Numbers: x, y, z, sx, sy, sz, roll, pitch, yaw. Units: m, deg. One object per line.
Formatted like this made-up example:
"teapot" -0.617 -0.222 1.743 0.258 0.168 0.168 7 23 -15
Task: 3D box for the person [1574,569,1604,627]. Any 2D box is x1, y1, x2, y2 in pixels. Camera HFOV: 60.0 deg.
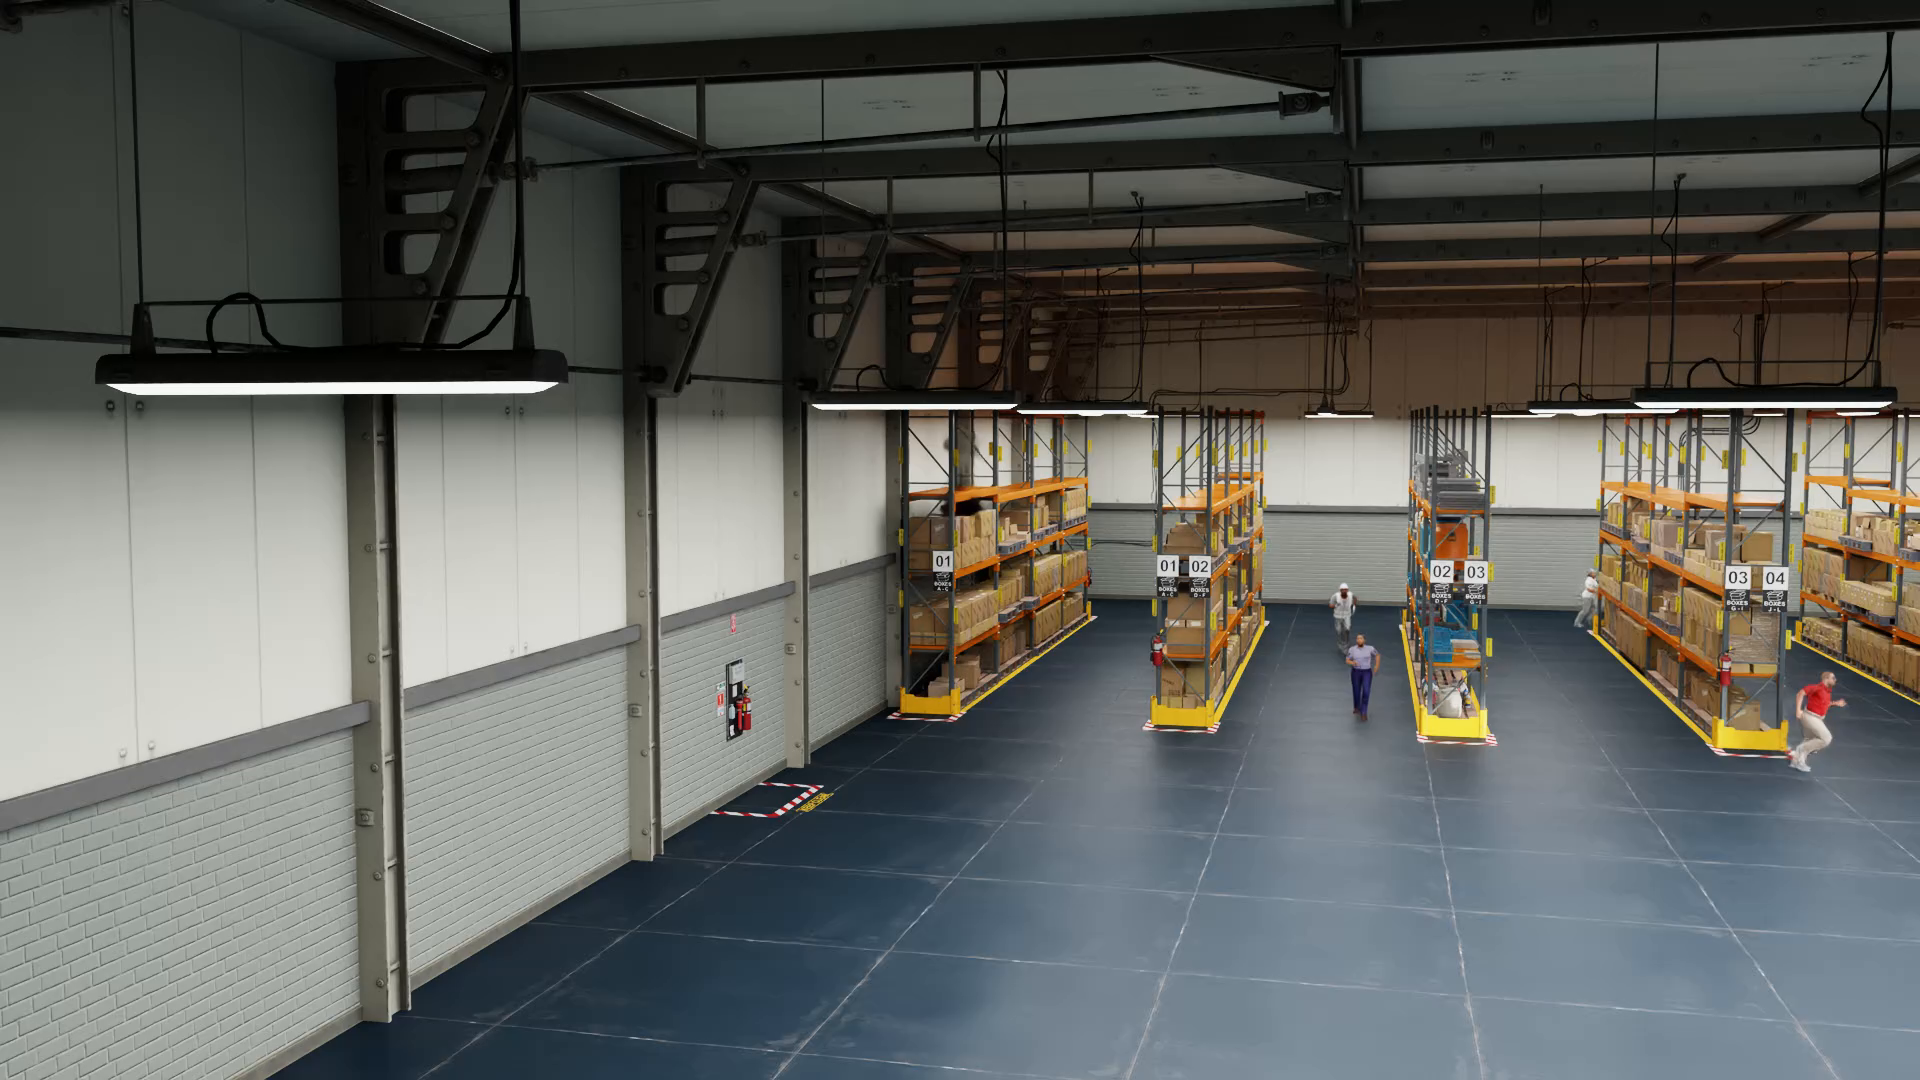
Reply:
"person" 17.431 1.596 45.953 0.619 1.620 0.806 -4 6 -44

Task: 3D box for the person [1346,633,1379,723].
"person" 7.714 2.634 31.930 0.608 1.686 0.802 1 4 19

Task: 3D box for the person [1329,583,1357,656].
"person" 9.397 1.925 40.834 0.670 1.764 0.953 1 4 12

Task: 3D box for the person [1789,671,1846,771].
"person" 13.977 2.953 27.096 0.797 1.647 0.648 3 5 36
